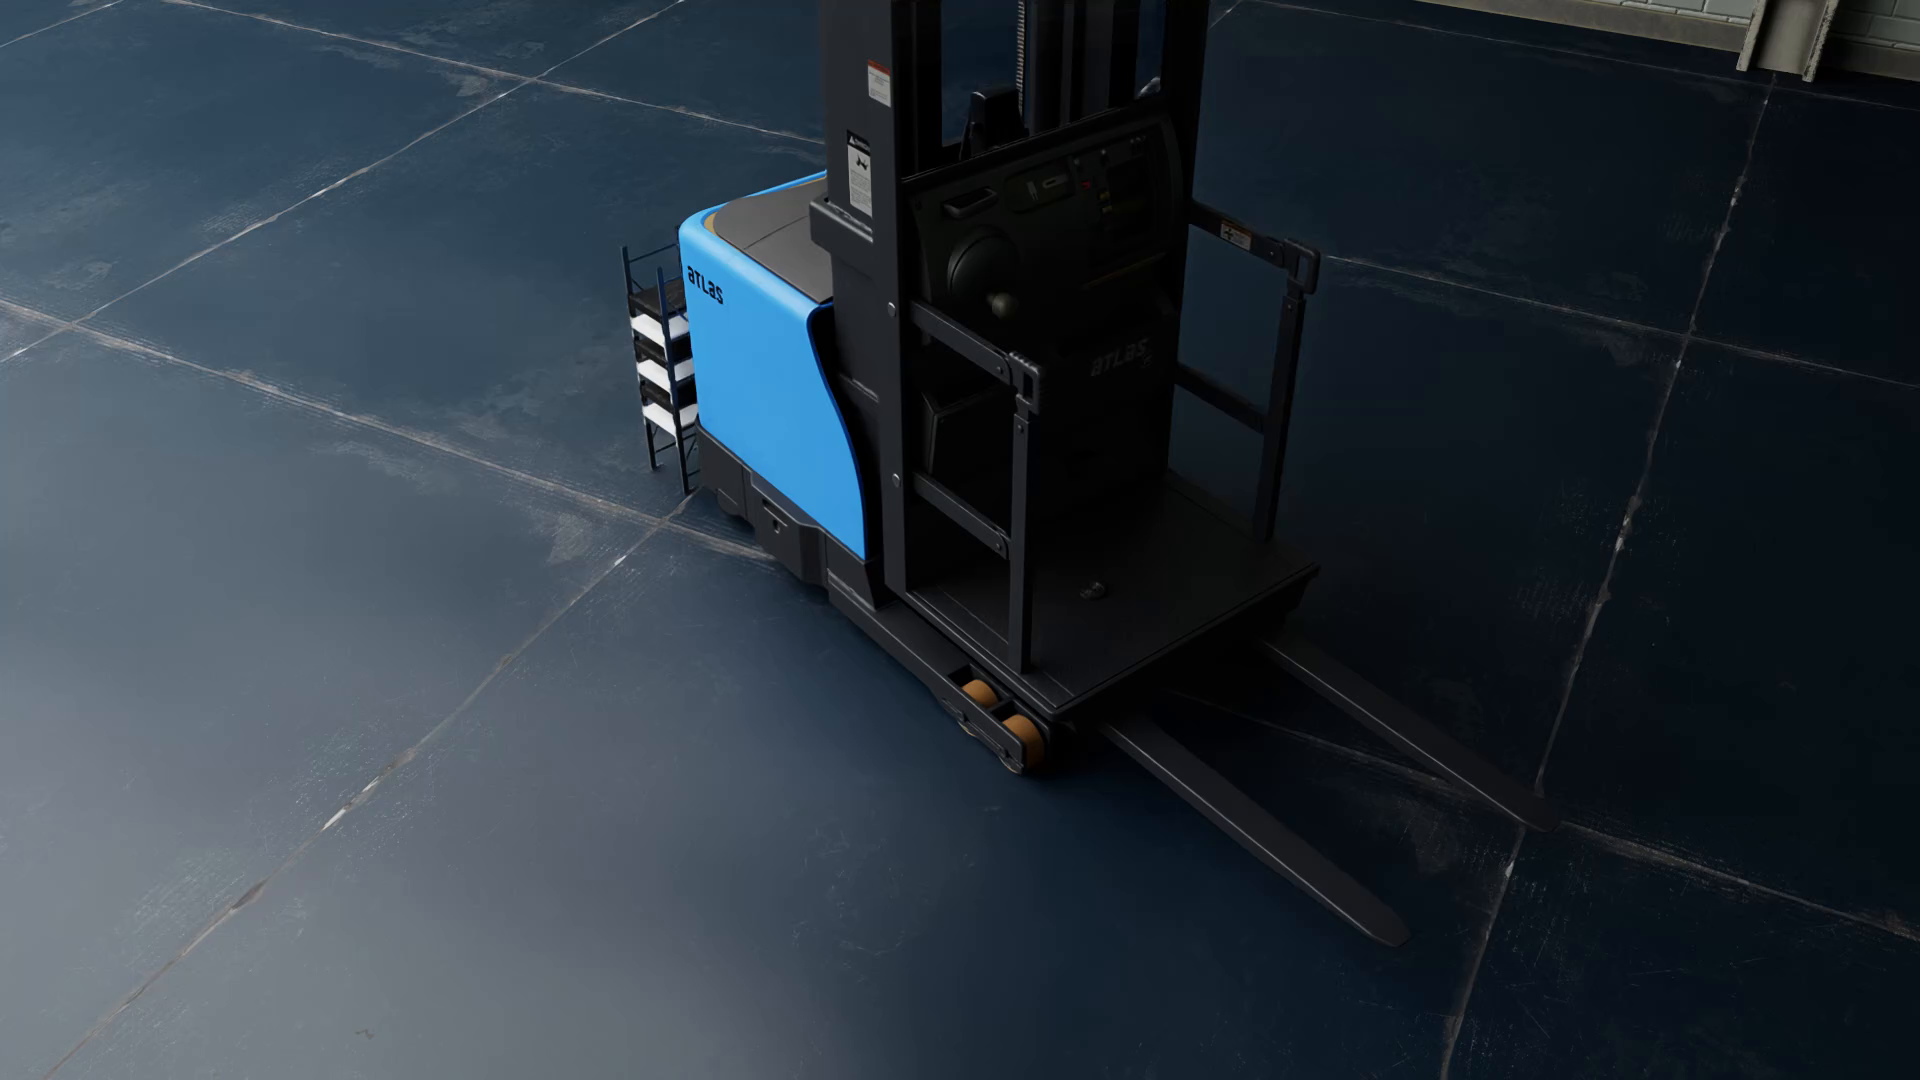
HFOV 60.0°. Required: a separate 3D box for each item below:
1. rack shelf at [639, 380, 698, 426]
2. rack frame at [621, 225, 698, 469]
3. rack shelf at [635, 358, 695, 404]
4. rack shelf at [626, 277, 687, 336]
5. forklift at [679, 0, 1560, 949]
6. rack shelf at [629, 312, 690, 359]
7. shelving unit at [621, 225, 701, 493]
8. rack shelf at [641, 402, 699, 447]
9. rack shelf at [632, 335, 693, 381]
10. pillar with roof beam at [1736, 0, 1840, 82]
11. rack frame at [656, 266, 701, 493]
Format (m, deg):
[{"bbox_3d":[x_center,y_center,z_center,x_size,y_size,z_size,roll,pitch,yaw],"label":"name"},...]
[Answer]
[{"bbox_3d":[-0.974,-0.524,5.900,0.258,0.077,0.200,-30,46,-33],"label":"rack shelf"},{"bbox_3d":[-1.043,-0.667,5.885,0.240,0.900,0.006,-30,46,-33],"label":"rack frame"},{"bbox_3d":[-0.974,-0.596,5.846,0.258,0.077,0.200,-30,46,-33],"label":"rack shelf"},{"bbox_3d":[-0.974,-0.811,5.683,0.258,0.077,0.200,-30,46,-33],"label":"rack shelf"},{"bbox_3d":[0.387,-0.833,4.423,1.130,2.935,3.031,-26,44,-30],"label":"forklift"},{"bbox_3d":[-0.974,-0.739,5.737,0.258,0.077,0.200,-30,46,-33],"label":"rack shelf"},{"bbox_3d":[-0.974,-0.623,5.826,0.258,0.900,0.210,-30,46,-33],"label":"shelving unit"},{"bbox_3d":[-0.974,-0.453,5.955,0.258,0.077,0.200,-30,46,-33],"label":"rack shelf"},{"bbox_3d":[-0.974,-0.668,5.792,0.258,0.077,0.200,-30,46,-33],"label":"rack shelf"},{"bbox_3d":[2.545,-3.894,3.437,0.400,9.000,9.100,17,41,21],"label":"pillar with roof beam"},{"bbox_3d":[-0.904,-0.578,5.767,0.240,0.900,0.006,-30,46,-33],"label":"rack frame"}]
